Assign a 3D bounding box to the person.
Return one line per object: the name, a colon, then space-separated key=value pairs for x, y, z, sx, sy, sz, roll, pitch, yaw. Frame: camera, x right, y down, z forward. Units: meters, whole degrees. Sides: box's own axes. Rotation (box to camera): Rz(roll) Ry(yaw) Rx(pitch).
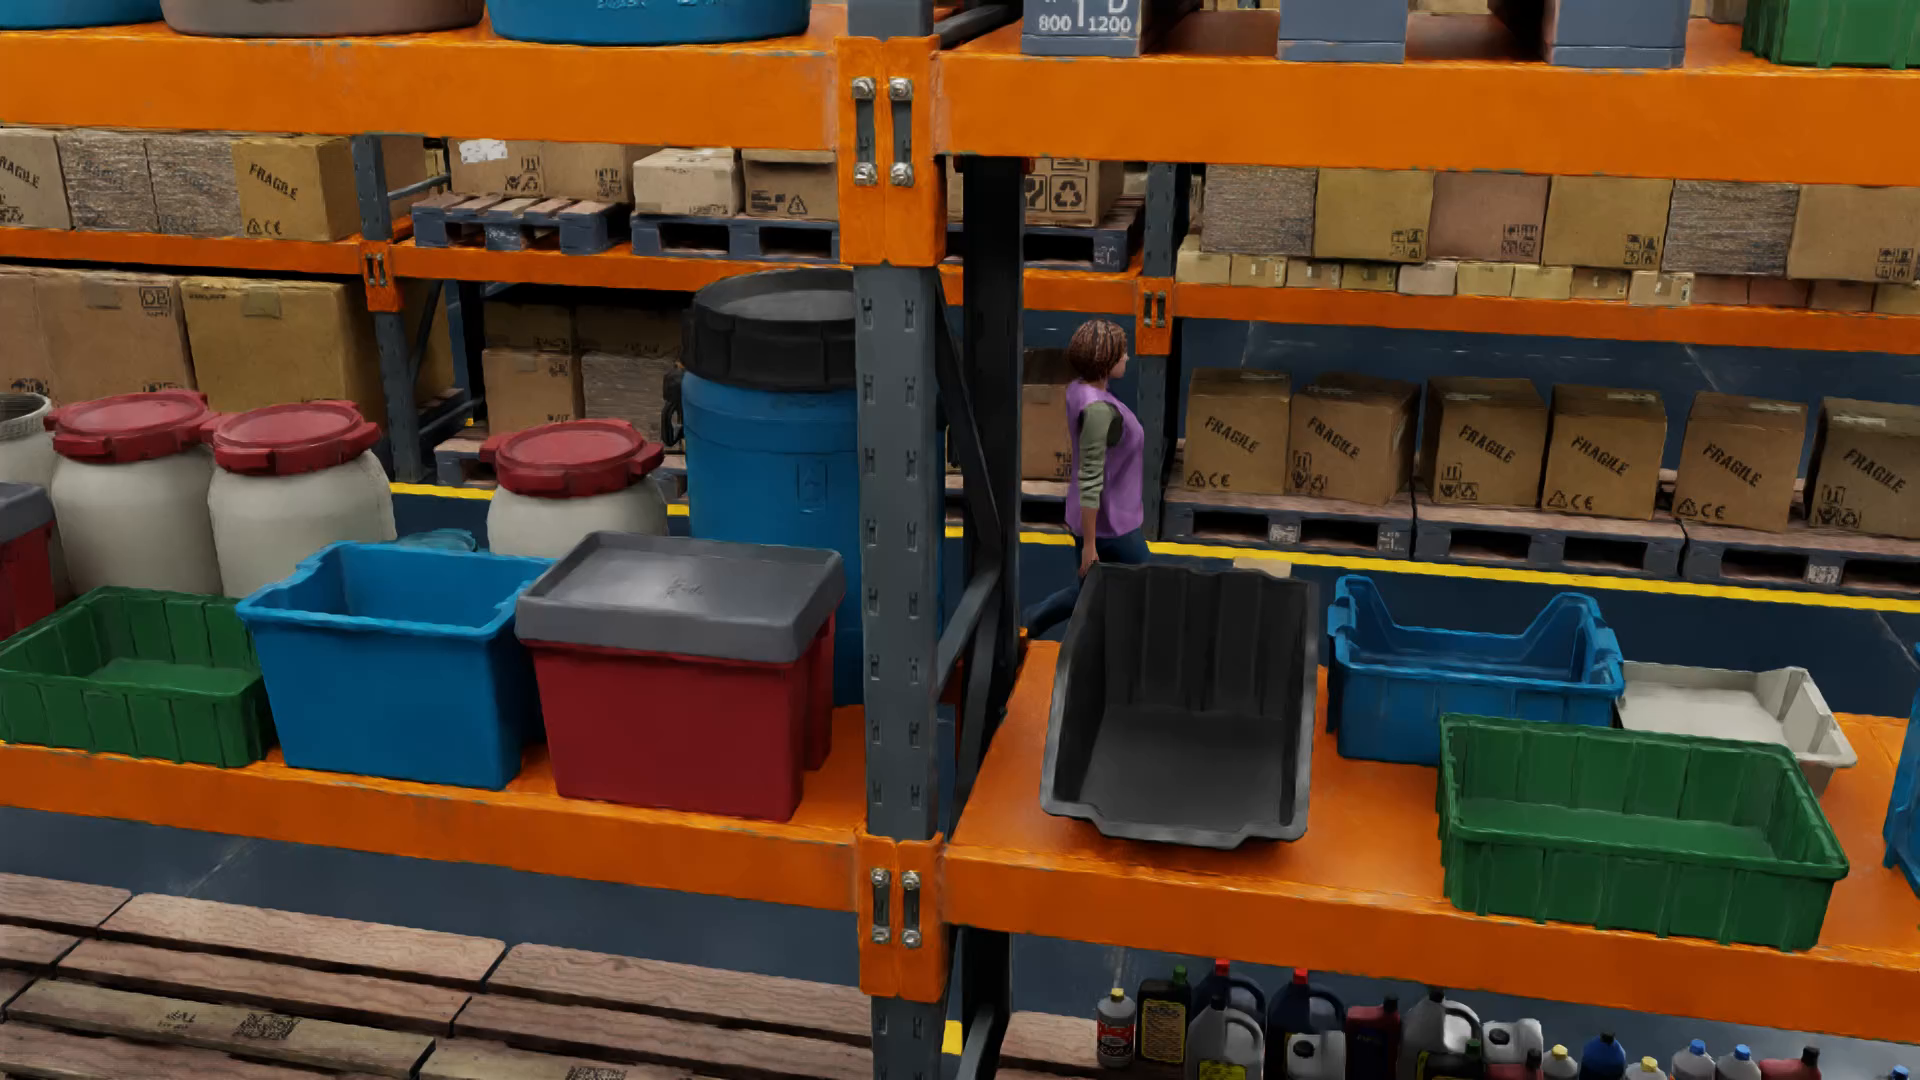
person: x=0.505 y=-0.074 z=6.282 sx=0.830 sy=1.559 sz=0.422 roll=-3 pitch=22 yaw=-8
